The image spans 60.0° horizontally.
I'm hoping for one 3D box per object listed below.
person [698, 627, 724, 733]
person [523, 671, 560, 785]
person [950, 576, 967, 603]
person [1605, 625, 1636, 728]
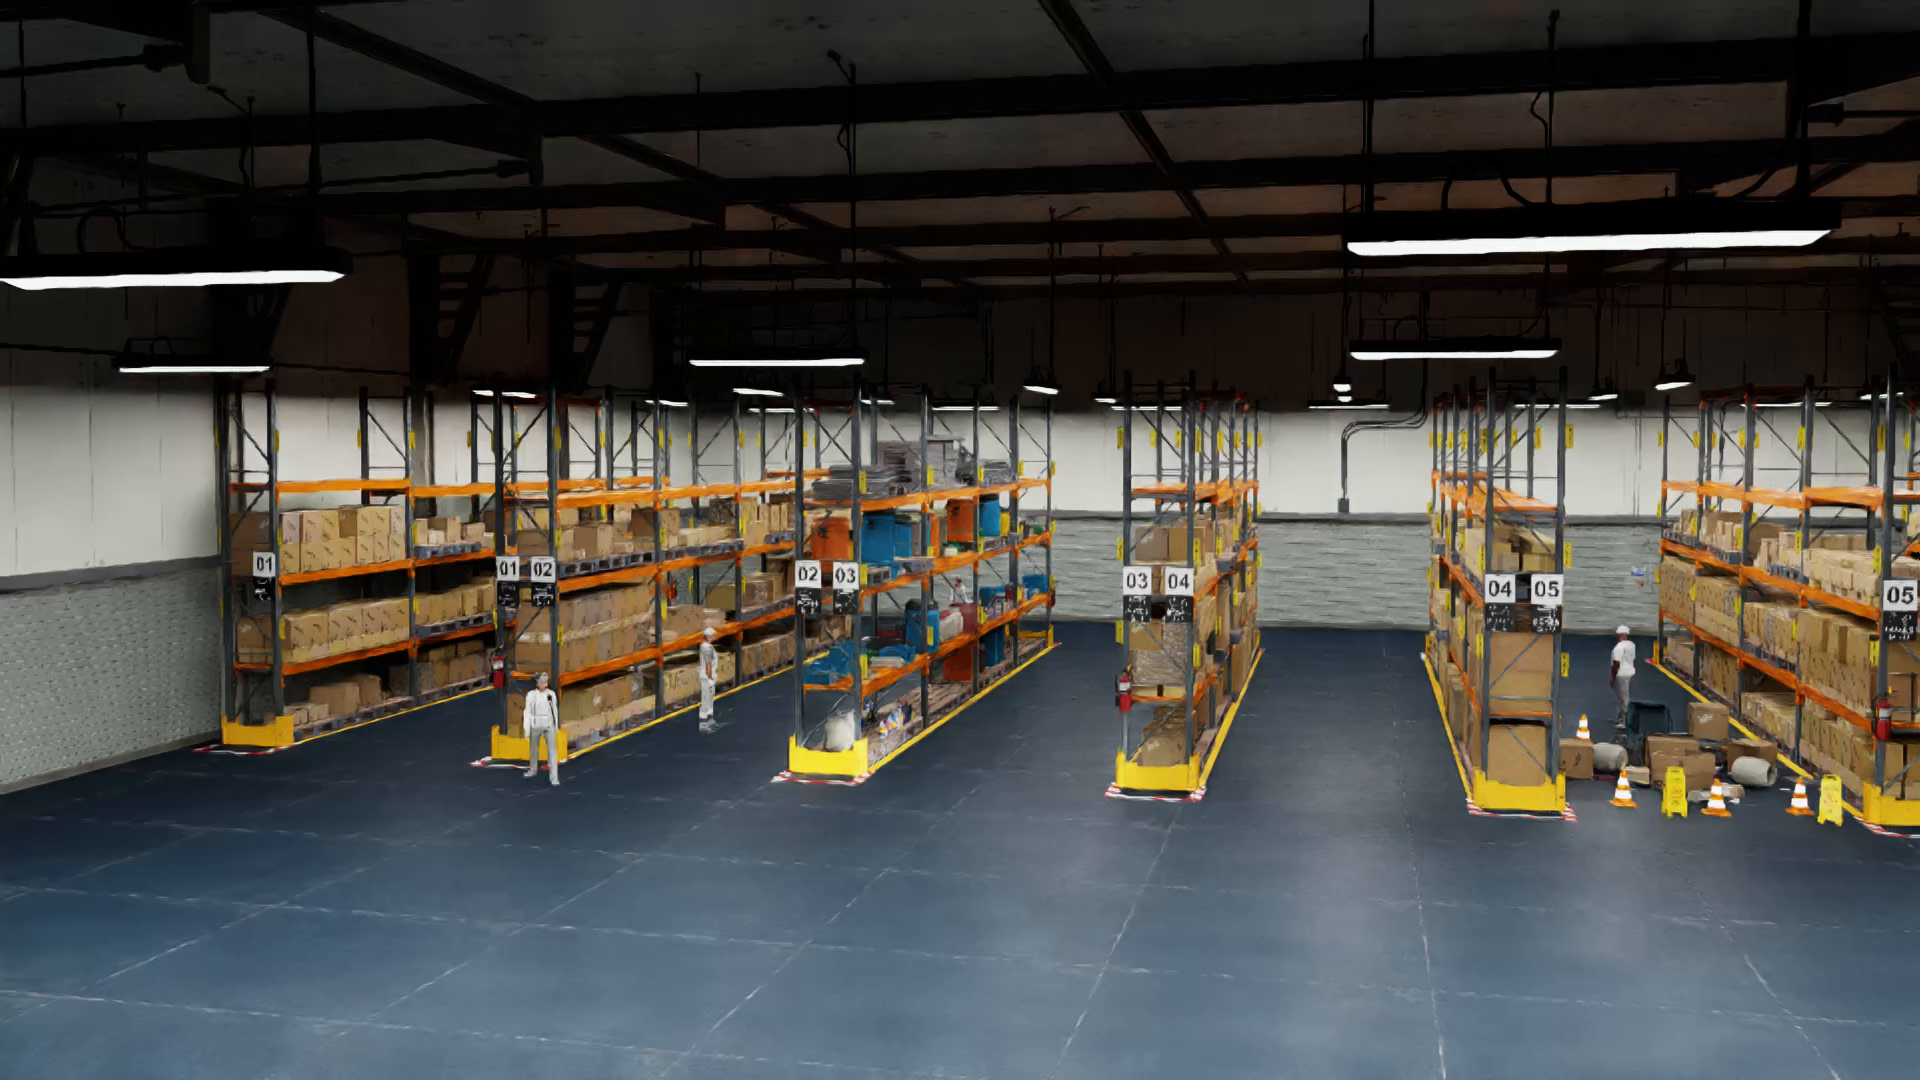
[{"bbox_3d":[-4.264,2.377,28.498,0.468,1.794,0.625,-1,4,-13],"label":"person"},{"bbox_3d":[-6.114,2.717,24.239,0.540,1.646,0.912,-1,4,-14],"label":"person"},{"bbox_3d":[-0.044,1.671,42.775,0.417,1.504,1.036,1,4,16],"label":"person"},{"bbox_3d":[11.535,2.364,29.035,0.569,1.764,0.669,3,5,43],"label":"person"}]
